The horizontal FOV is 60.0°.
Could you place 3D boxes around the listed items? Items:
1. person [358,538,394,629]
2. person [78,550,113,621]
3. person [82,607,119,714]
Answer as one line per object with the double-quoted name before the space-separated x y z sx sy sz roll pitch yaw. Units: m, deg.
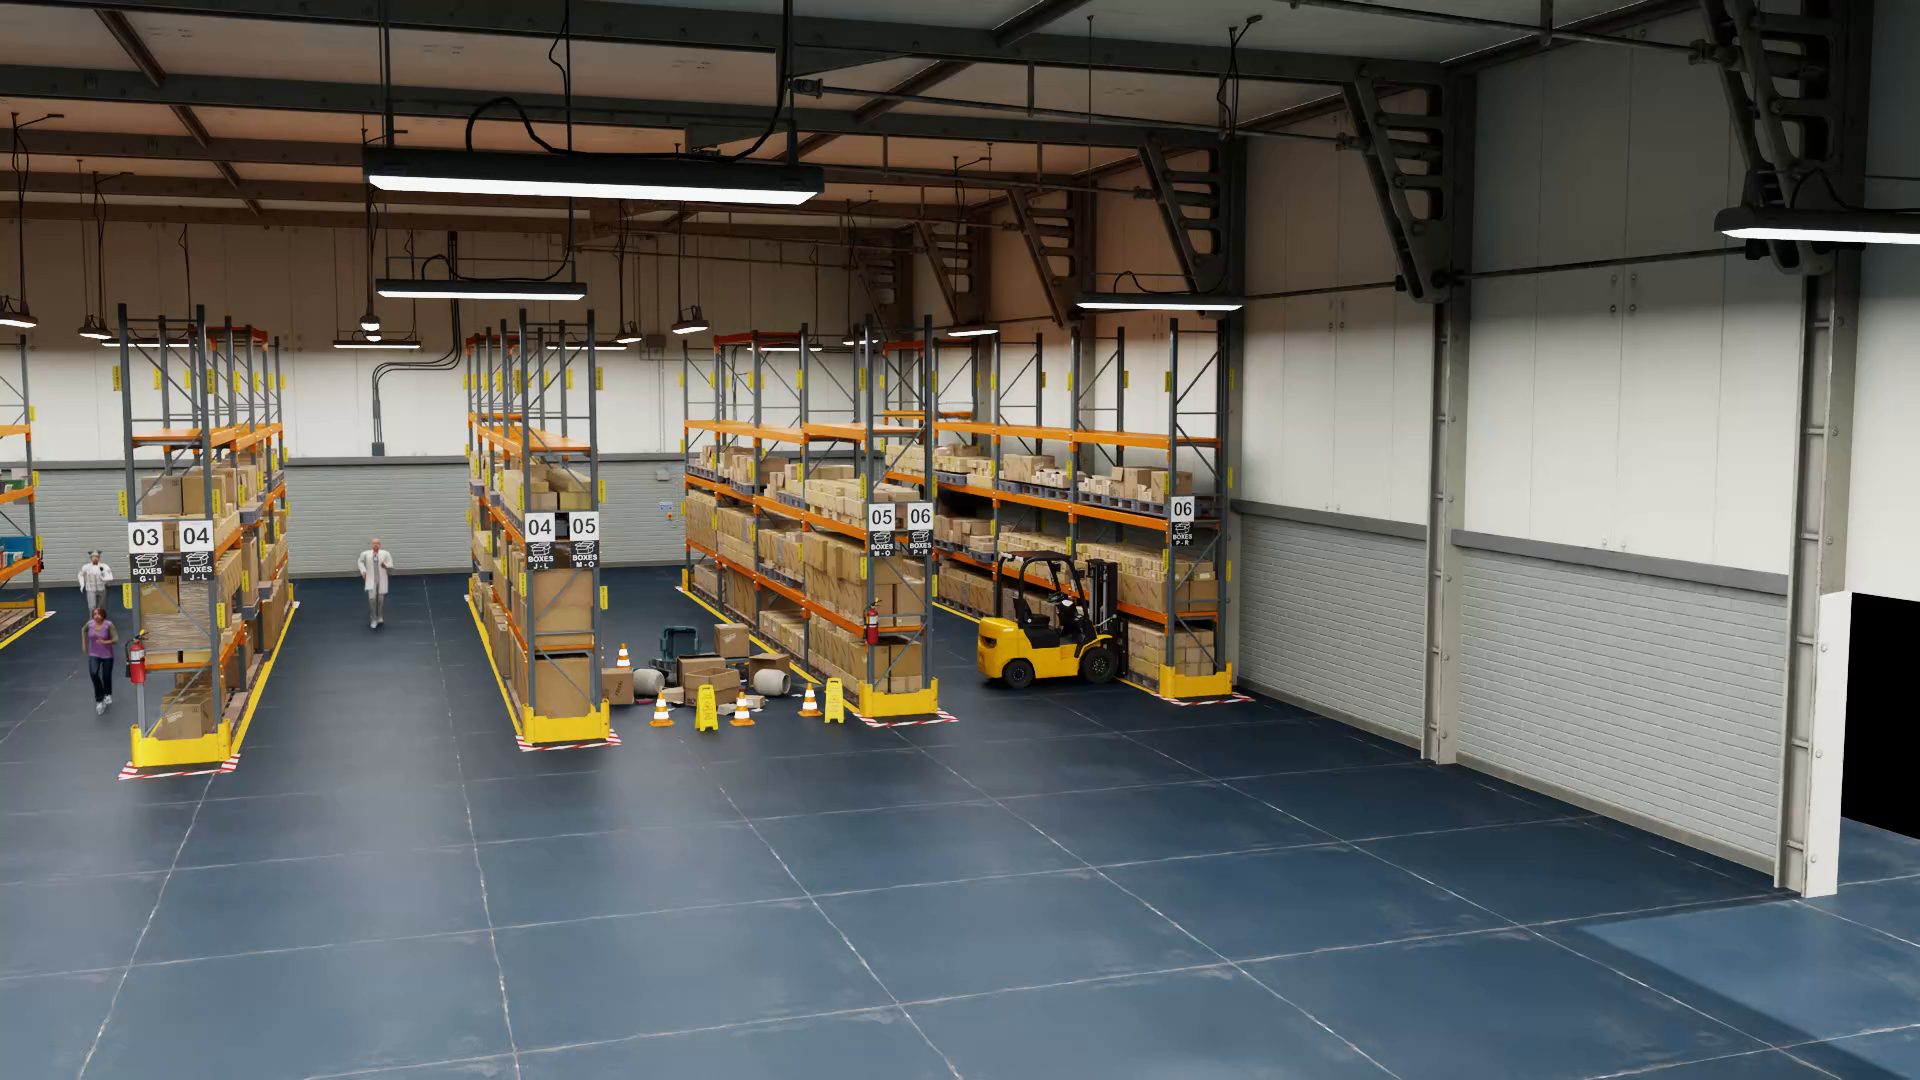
"person" -11.971 0.884 34.117 0.682 1.841 0.801 -2 6 -23
"person" -17.021 1.031 32.778 0.600 1.709 0.903 -3 6 -31
"person" -13.112 1.805 25.398 0.555 1.615 0.789 -2 6 -16
